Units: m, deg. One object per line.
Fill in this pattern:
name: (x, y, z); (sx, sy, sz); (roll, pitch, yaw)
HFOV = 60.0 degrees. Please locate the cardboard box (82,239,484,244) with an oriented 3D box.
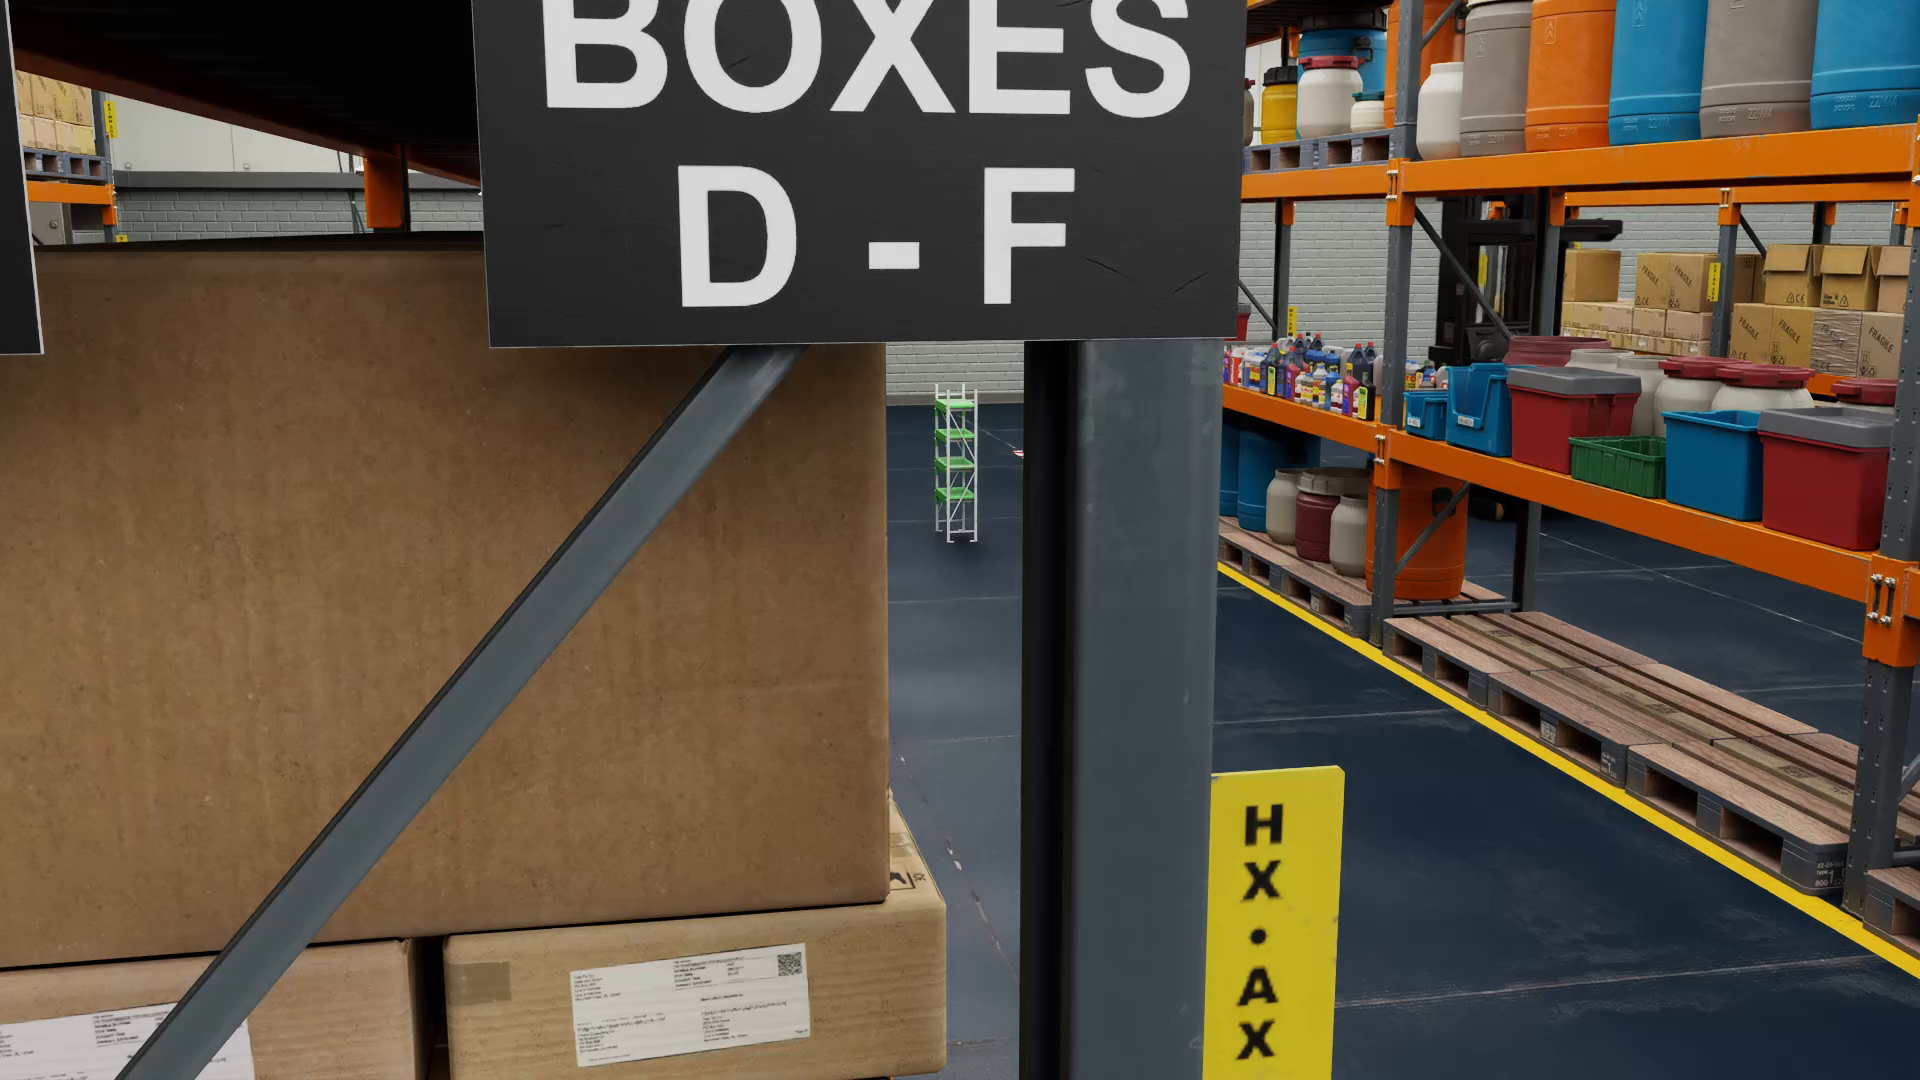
cardboard box: (-0.552, -0.093, 1.923); (0.700, 0.500, 0.500); (-2, 11, -12)

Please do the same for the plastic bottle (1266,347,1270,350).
plastic bottle: (2.445, -1.428, 13.210); (0.097, 0.201, 0.097); (0, 11, 0)

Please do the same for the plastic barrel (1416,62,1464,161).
plastic barrel: (2.708, -2.321, 9.048); (0.421, 0.512, 0.421); (0, 11, 0)

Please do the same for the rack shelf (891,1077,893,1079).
rack shelf: (-0.745, 0.772, 3.040); (1.077, 0.370, 4.000); (-2, 11, -11)

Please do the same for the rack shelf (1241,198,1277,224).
rack shelf: (1.781, -3.081, 15.265); (1.077, 0.370, 4.000); (-2, 11, -11)

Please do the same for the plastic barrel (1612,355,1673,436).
plastic barrel: (3.439, -0.658, 8.330); (0.421, 0.512, 0.421); (0, 11, 0)

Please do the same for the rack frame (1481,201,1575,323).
rack frame: (6.250, -2.508, 18.352); (1.000, 3.000, 0.127); (-2, 11, -11)

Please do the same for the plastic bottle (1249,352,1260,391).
plastic bottle: (2.107, -1.198, 11.812); (0.097, 0.271, 0.097); (0, 11, 0)

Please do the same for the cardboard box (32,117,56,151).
cardboard box: (-7.715, -3.308, 13.541); (0.500, 0.250, 0.500); (-2, 11, -13)

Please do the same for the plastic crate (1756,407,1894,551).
plastic crate: (3.332, -0.236, 6.244); (0.402, 0.464, 0.583); (-2, 11, -11)

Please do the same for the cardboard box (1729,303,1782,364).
cardboard box: (6.873, -1.730, 13.997); (0.500, 0.500, 0.500); (-2, 11, -11)

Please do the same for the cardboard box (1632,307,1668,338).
cardboard box: (6.582, -2.013, 15.357); (0.500, 0.250, 0.500); (-2, 11, -9)

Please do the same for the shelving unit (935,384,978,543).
shelving unit: (-0.032, -0.620, 13.244); (0.258, 1.200, 0.503); (-2, 11, -11)

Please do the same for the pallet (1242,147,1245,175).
pallet: (2.418, -2.835, 12.552); (1.213, 0.211, 1.003); (-2, 11, -11)

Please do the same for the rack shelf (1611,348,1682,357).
rack shelf: (6.639, -1.788, 16.492); (1.077, 0.370, 4.000); (-2, 11, -11)

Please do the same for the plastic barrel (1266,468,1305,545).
plastic barrel: (2.419, -0.241, 11.973); (0.421, 0.512, 0.421); (0, 11, 0)

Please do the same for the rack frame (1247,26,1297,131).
rack frame: (2.170, -4.542, 12.990); (1.000, 3.000, 0.127); (-2, 11, -11)

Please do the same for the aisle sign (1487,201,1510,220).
aisle sign: (5.942, -3.788, 18.121); (0.394, 0.787, 0.004); (-2, 11, -11)

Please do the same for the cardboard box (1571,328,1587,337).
cardboard box: (6.296, -2.026, 16.488); (0.380, 0.149, 0.250); (-2, 11, -12)

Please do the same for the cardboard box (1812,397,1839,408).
cardboard box: (7.347, -0.657, 13.183); (1.225, 0.875, 0.875); (-3, 11, -13)

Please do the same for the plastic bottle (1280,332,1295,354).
plastic bottle: (2.528, -1.408, 12.705); (0.144, 0.351, 0.185); (-2, 11, -11)

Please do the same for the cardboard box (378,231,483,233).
cardboard box: (-0.942, -0.460, 3.856); (0.700, 0.500, 0.500); (-2, 11, -11)

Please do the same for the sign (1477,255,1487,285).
sign: (5.705, -2.953, 18.163); (0.100, 0.325, 0.005); (-2, 11, -11)

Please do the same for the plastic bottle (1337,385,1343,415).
plastic bottle: (2.401, -0.886, 10.361); (0.097, 0.201, 0.097); (0, 11, 0)

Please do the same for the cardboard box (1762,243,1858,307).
cardboard box: (7.161, -2.200, 13.780); (0.797, 0.503, 0.637); (-2, 11, -12)

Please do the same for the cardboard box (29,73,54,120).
cardboard box: (-7.720, -3.680, 13.489); (0.500, 0.500, 0.500); (-3, 11, -14)

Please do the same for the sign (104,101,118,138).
sign: (-7.791, -3.855, 15.247); (0.100, 0.325, 0.005); (-2, 11, -11)

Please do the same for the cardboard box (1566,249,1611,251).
cardboard box: (6.603, -2.869, 17.849); (0.500, 0.500, 0.500); (-2, 11, -10)

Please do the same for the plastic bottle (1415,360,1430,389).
plastic bottle: (3.065, -1.048, 10.992); (0.061, 0.283, 0.133); (-2, 11, -11)

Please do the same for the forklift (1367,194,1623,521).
forklift: (4.861, -1.689, 14.234); (1.130, 2.935, 3.031); (-5, 12, -23)

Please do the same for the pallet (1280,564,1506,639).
pallet: (2.754, 0.366, 10.709); (1.003, 0.211, 1.213); (-2, 11, -11)

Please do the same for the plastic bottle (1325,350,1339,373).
plastic bottle: (2.685, -1.236, 12.012); (0.097, 0.271, 0.097); (0, 11, 0)

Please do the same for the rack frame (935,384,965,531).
rack frame: (-0.080, -0.665, 13.479); (0.240, 1.200, 0.015); (-2, 11, -11)

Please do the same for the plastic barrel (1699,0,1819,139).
plastic barrel: (3.287, -2.052, 6.594); (0.600, 0.901, 0.600); (0, 11, 0)

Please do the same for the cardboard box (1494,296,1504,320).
cardboard box: (6.079, -2.483, 17.824); (0.500, 0.250, 0.500); (-2, 11, -13)

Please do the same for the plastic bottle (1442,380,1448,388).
plastic bottle: (3.032, -0.885, 10.158); (0.152, 0.276, 0.135); (-2, 11, -11)

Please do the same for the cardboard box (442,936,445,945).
cardboard box: (-0.669, 0.307, 1.559); (0.380, 0.149, 0.250); (-2, 11, -10)

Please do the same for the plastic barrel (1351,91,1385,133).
plastic barrel: (2.596, -2.664, 10.395); (0.301, 0.262, 0.301); (0, 11, 0)

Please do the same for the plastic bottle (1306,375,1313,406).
plastic bottle: (2.307, -0.975, 10.830); (0.097, 0.201, 0.097); (0, 11, 0)

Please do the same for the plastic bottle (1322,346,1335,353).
plastic bottle: (2.733, -1.313, 12.407); (0.152, 0.276, 0.135); (-2, 11, -11)

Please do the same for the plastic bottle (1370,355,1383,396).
plastic bottle: (2.911, -1.145, 11.523); (0.152, 0.276, 0.135); (-2, 11, -11)

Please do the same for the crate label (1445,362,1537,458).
crate label: (2.876, -0.686, 8.684); (0.502, 0.435, 0.616); (-2, 11, -11)

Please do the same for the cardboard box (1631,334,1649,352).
cardboard box: (6.498, -1.837, 15.495); (0.380, 0.149, 0.250); (-2, 11, -10)

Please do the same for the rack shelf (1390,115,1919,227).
rack shelf: (3.337, -1.614, 7.556); (1.077, 0.370, 4.000); (-2, 11, -11)

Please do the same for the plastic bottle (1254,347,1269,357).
plastic bottle: (2.215, -1.270, 12.181); (0.152, 0.276, 0.135); (-2, 11, -11)

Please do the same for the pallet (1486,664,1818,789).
pallet: (3.294, 0.876, 8.030); (1.003, 0.211, 1.213); (-2, 11, -11)

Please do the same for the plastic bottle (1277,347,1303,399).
plastic bottle: (2.238, -1.136, 11.272); (0.144, 0.351, 0.185); (-2, 11, -11)

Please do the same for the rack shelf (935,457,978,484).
rack shelf: (-0.032, -0.557, 13.256); (0.258, 0.148, 0.480); (-2, 11, -11)

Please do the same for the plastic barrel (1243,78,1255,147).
plastic barrel: (2.026, -3.235, 12.664); (0.433, 0.535, 0.433); (0, 11, 0)

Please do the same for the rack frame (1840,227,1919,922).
rack frame: (3.726, -0.127, 5.842); (1.000, 3.000, 0.127); (-2, 11, -11)

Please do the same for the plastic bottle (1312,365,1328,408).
plastic bottle: (2.326, -0.992, 10.729); (0.097, 0.271, 0.097); (0, 11, 0)
